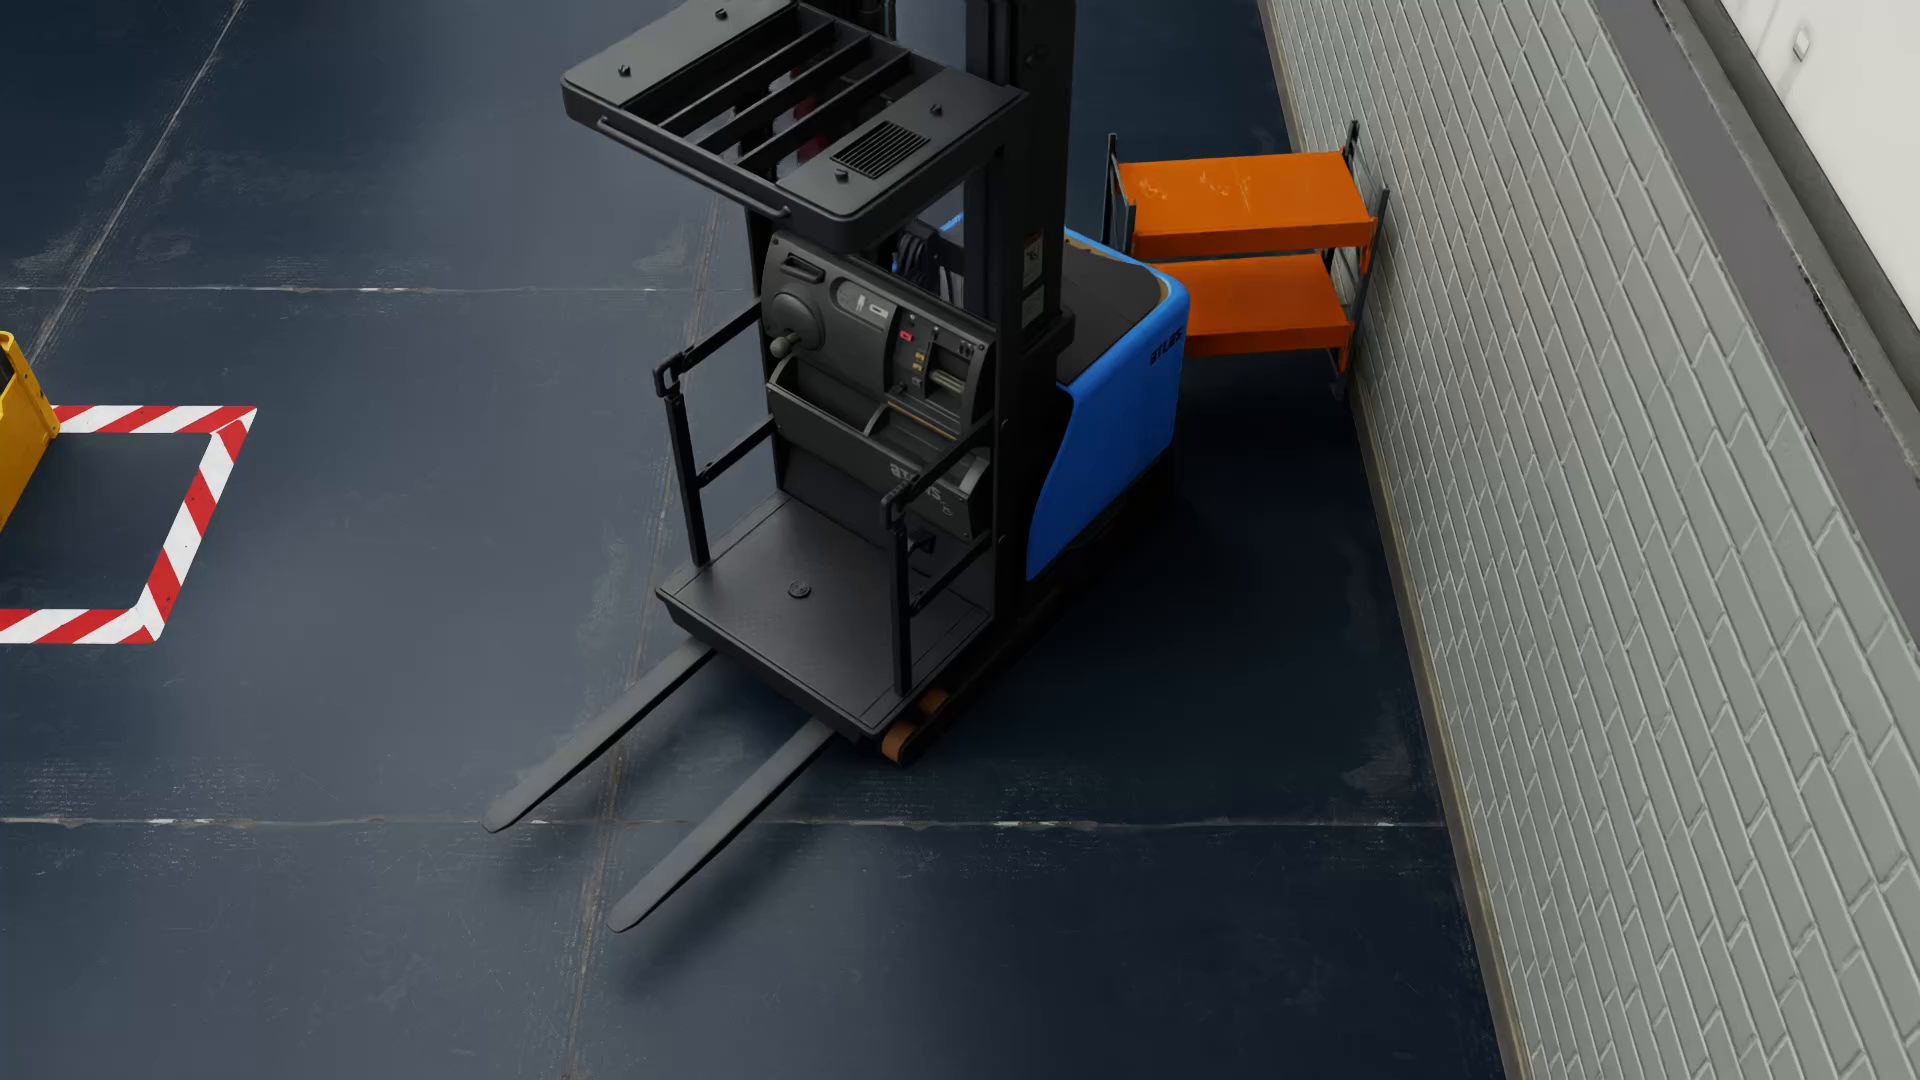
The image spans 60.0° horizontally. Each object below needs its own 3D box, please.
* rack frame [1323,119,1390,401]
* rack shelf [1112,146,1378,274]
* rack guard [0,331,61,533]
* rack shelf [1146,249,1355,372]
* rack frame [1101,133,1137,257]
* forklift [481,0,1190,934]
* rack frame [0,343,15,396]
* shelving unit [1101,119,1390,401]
[{"bbox_3d":[1.665,-1.185,7.165,0.032,1.125,0.500,-4,47,-4],"label":"rack frame"},{"bbox_3d":[1.159,-1.347,6.916,1.000,0.278,0.538,-4,47,-4],"label":"rack shelf"},{"bbox_3d":[-4.115,-0.276,6.746,0.348,0.500,1.175,0,47,0],"label":"rack guard"},{"bbox_3d":[1.159,-0.981,7.310,1.000,0.278,0.538,-4,47,-4],"label":"rack shelf"},{"bbox_3d":[0.653,-1.111,7.096,0.032,1.125,0.500,-4,47,-4],"label":"rack frame"},{"bbox_3d":[-0.423,-0.600,5.387,1.130,2.935,3.031,30,54,25],"label":"forklift"},{"bbox_3d":[-4.039,-1.127,5.831,0.127,3.000,1.000,0,47,0],"label":"rack frame"},{"bbox_3d":[1.159,-1.148,7.131,1.048,1.125,0.538,-4,47,-4],"label":"shelving unit"}]
